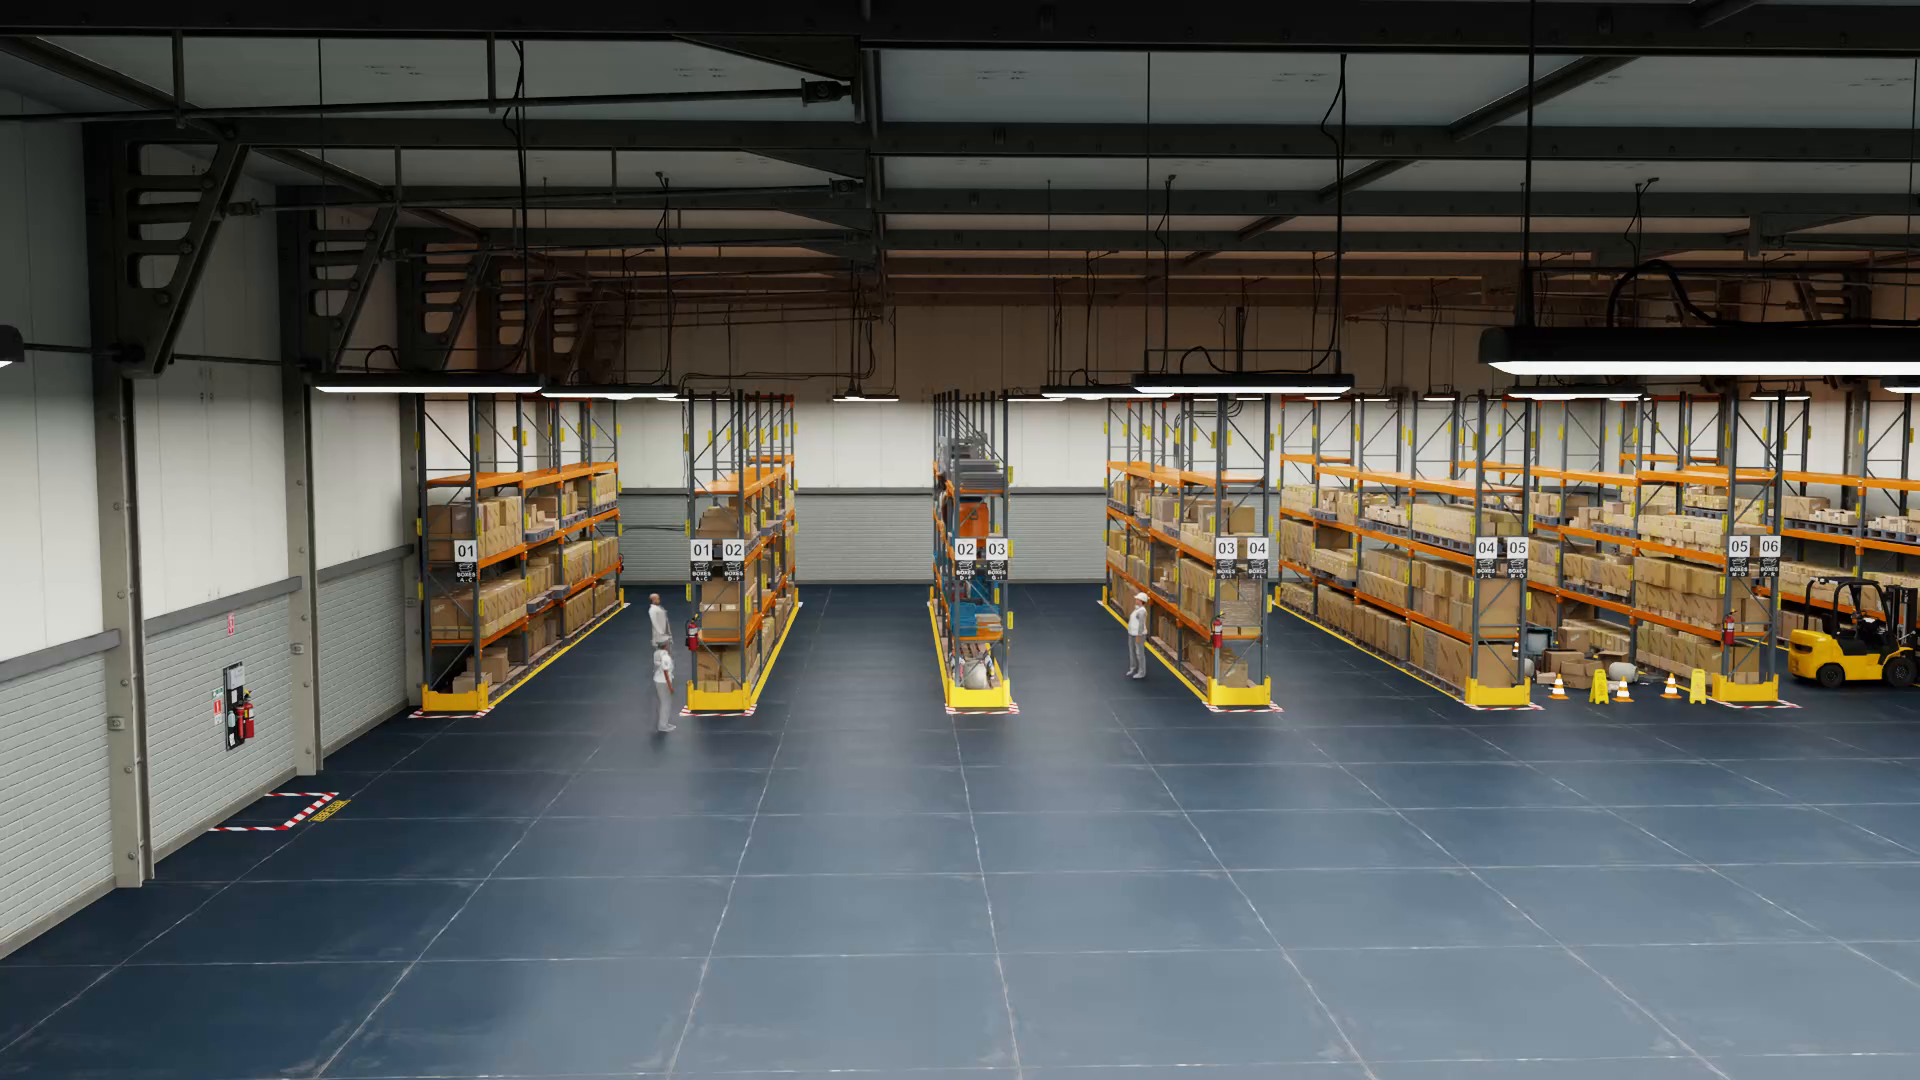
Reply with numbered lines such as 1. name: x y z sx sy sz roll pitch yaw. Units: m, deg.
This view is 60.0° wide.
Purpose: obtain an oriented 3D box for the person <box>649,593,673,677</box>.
1. person: -6.234 2.025 34.807 0.588 1.824 0.673 3 5 29

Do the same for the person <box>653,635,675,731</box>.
1. person: -5.195 2.512 29.198 0.383 1.692 0.498 -1 5 -14

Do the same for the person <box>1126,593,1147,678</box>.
1. person: 3.737 1.987 34.913 0.410 1.774 0.574 -2 5 -23
